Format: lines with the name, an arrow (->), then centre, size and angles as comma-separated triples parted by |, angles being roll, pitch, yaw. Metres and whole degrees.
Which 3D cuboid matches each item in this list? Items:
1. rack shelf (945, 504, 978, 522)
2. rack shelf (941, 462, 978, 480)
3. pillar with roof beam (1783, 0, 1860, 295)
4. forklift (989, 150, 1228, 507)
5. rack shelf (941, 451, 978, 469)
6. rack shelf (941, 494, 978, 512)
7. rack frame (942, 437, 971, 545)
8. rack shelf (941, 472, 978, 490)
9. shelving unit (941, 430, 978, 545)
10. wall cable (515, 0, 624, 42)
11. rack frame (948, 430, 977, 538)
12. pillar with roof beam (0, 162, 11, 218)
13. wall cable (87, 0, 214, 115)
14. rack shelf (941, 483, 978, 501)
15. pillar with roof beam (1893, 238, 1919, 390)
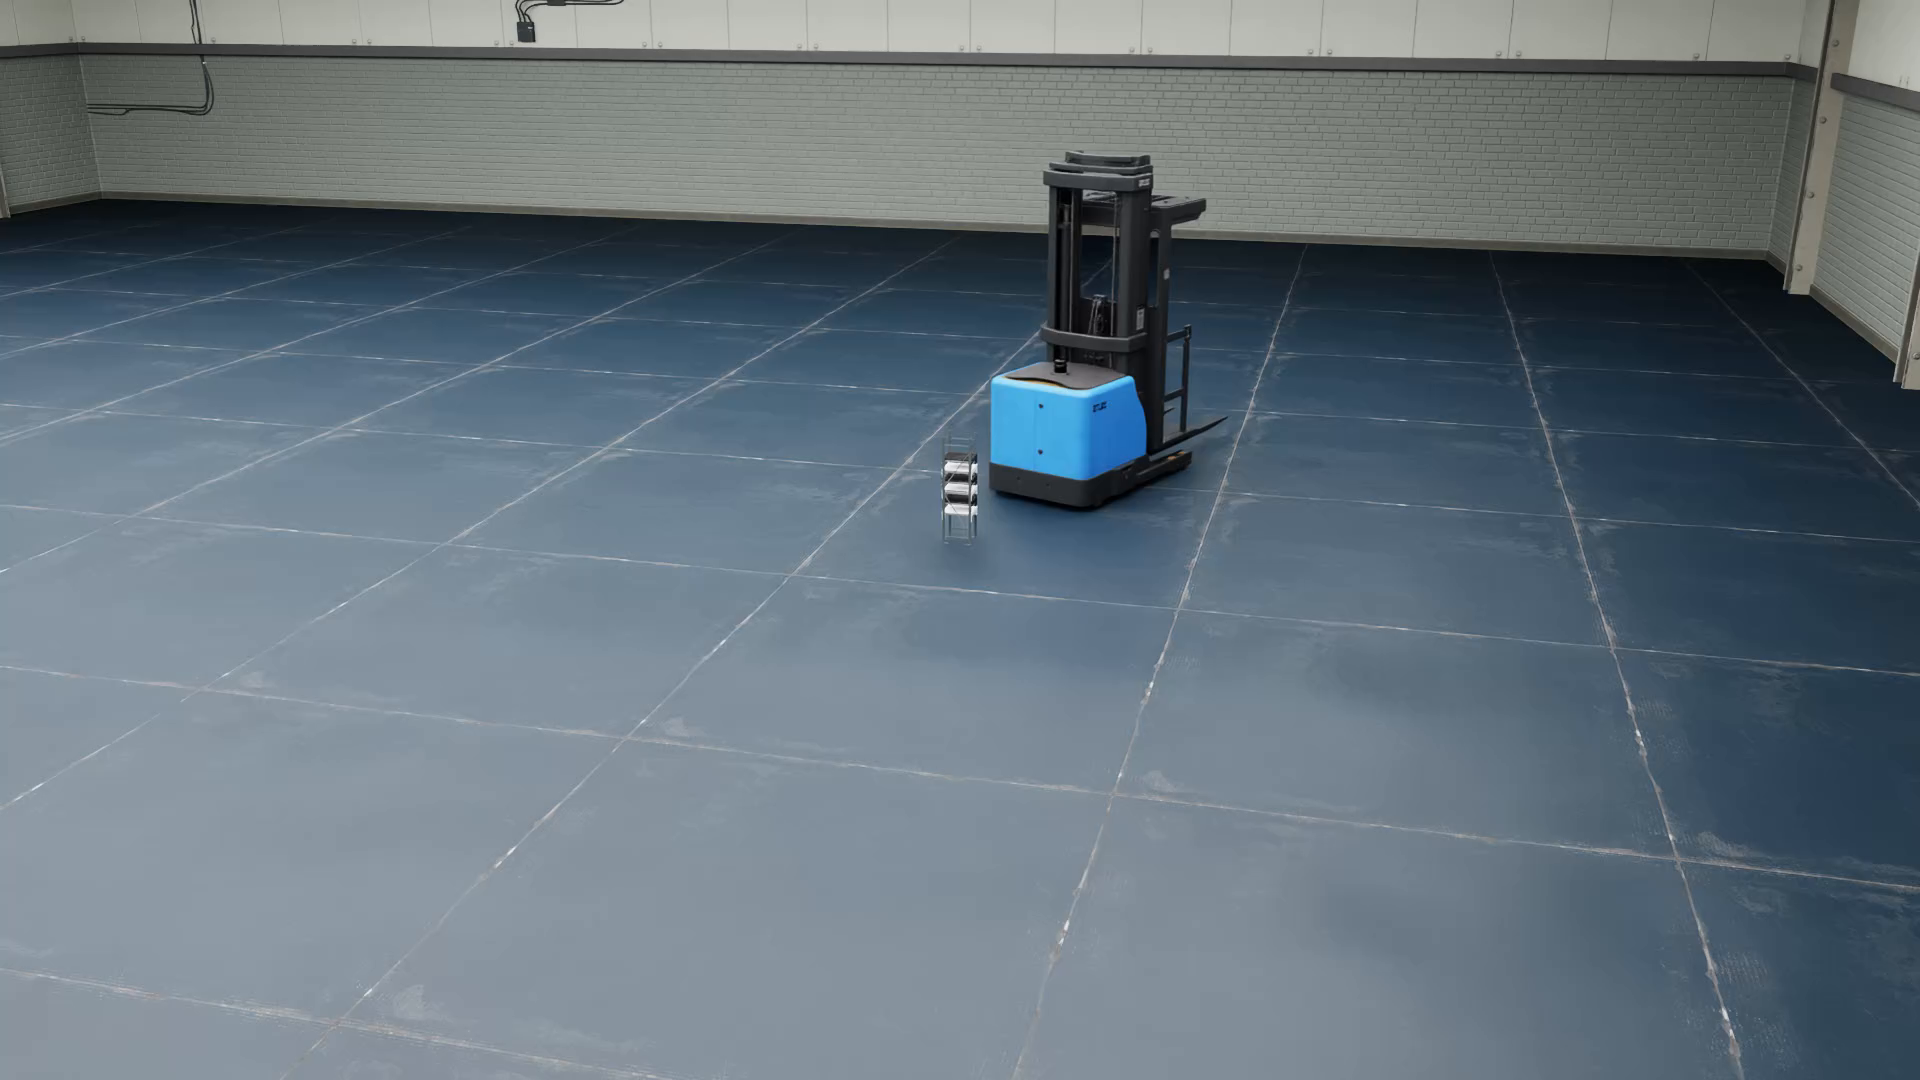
rack shelf -> -0.002, -0.221, 13.604 | 0.258, 0.077, 0.200 | 5, 19, 13
rack shelf -> -0.002, -0.562, 13.487 | 0.258, 0.077, 0.200 | 5, 19, 13
pillar with roof beam -> 8.060, -8.225, 23.845 | 9.100, 9.000, 0.400 | 5, 19, 13
forklift -> 1.528, -2.086, 15.260 | 1.130, 2.935, 3.031 | 13, 23, 34
rack shelf -> -0.002, -0.647, 13.458 | 0.258, 0.077, 0.200 | 5, 19, 13
rack shelf -> -0.002, -0.307, 13.575 | 0.258, 0.077, 0.200 | 5, 19, 13
rack frame -> -0.027, -0.391, 13.441 | 0.240, 0.900, 0.006 | 5, 19, 13
rack shelf -> -0.002, -0.477, 13.516 | 0.258, 0.077, 0.200 | 5, 19, 13
shelving unit -> -0.002, -0.423, 13.535 | 0.258, 0.900, 0.210 | 5, 19, 13
wall cable -> -7.107, -12.046, 29.771 | 2.305, 6.003, 0.169 | 5, 19, 13
rack frame -> 0.023, -0.455, 13.628 | 0.240, 0.900, 0.006 | 5, 19, 13
pillar with roof beam -> -14.136, -10.032, 29.137 | 9.100, 9.000, 0.400 | 5, 19, 13
wall cable -> -16.308, -9.722, 33.032 | 3.097, 2.526, 0.112 | 5, 19, 13
rack shelf -> -0.002, -0.392, 13.545 | 0.258, 0.077, 0.200 | 5, 19, 13
pillar with roof beam -> 6.594, -6.344, 18.339 | 9.100, 9.000, 0.400 | 5, 19, 13
